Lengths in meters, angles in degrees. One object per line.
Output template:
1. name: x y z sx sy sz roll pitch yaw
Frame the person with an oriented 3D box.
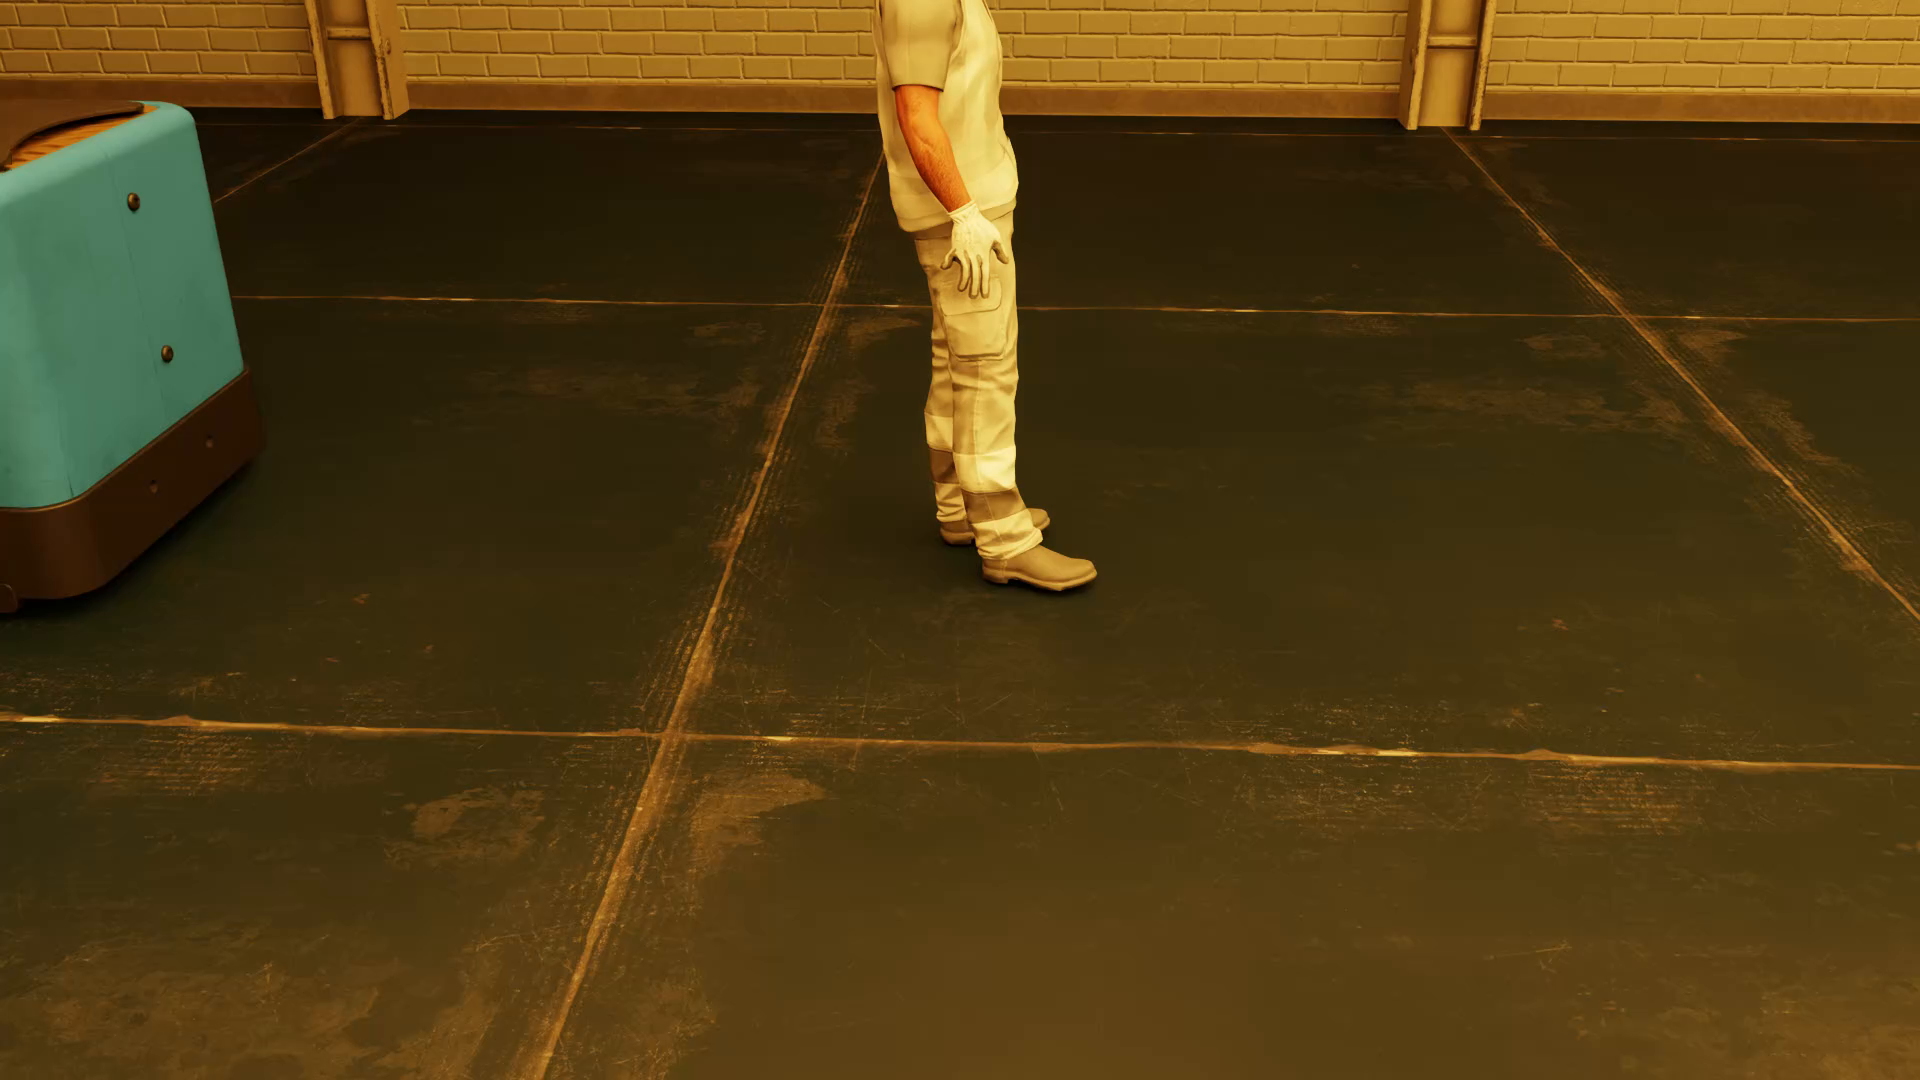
1. person: 0.080 -0.802 4.108 0.563 1.787 0.637 1 26 2

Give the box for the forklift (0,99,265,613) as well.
1. forklift: -3.599 -1.383 4.012 3.031 2.935 1.130 2 26 4
